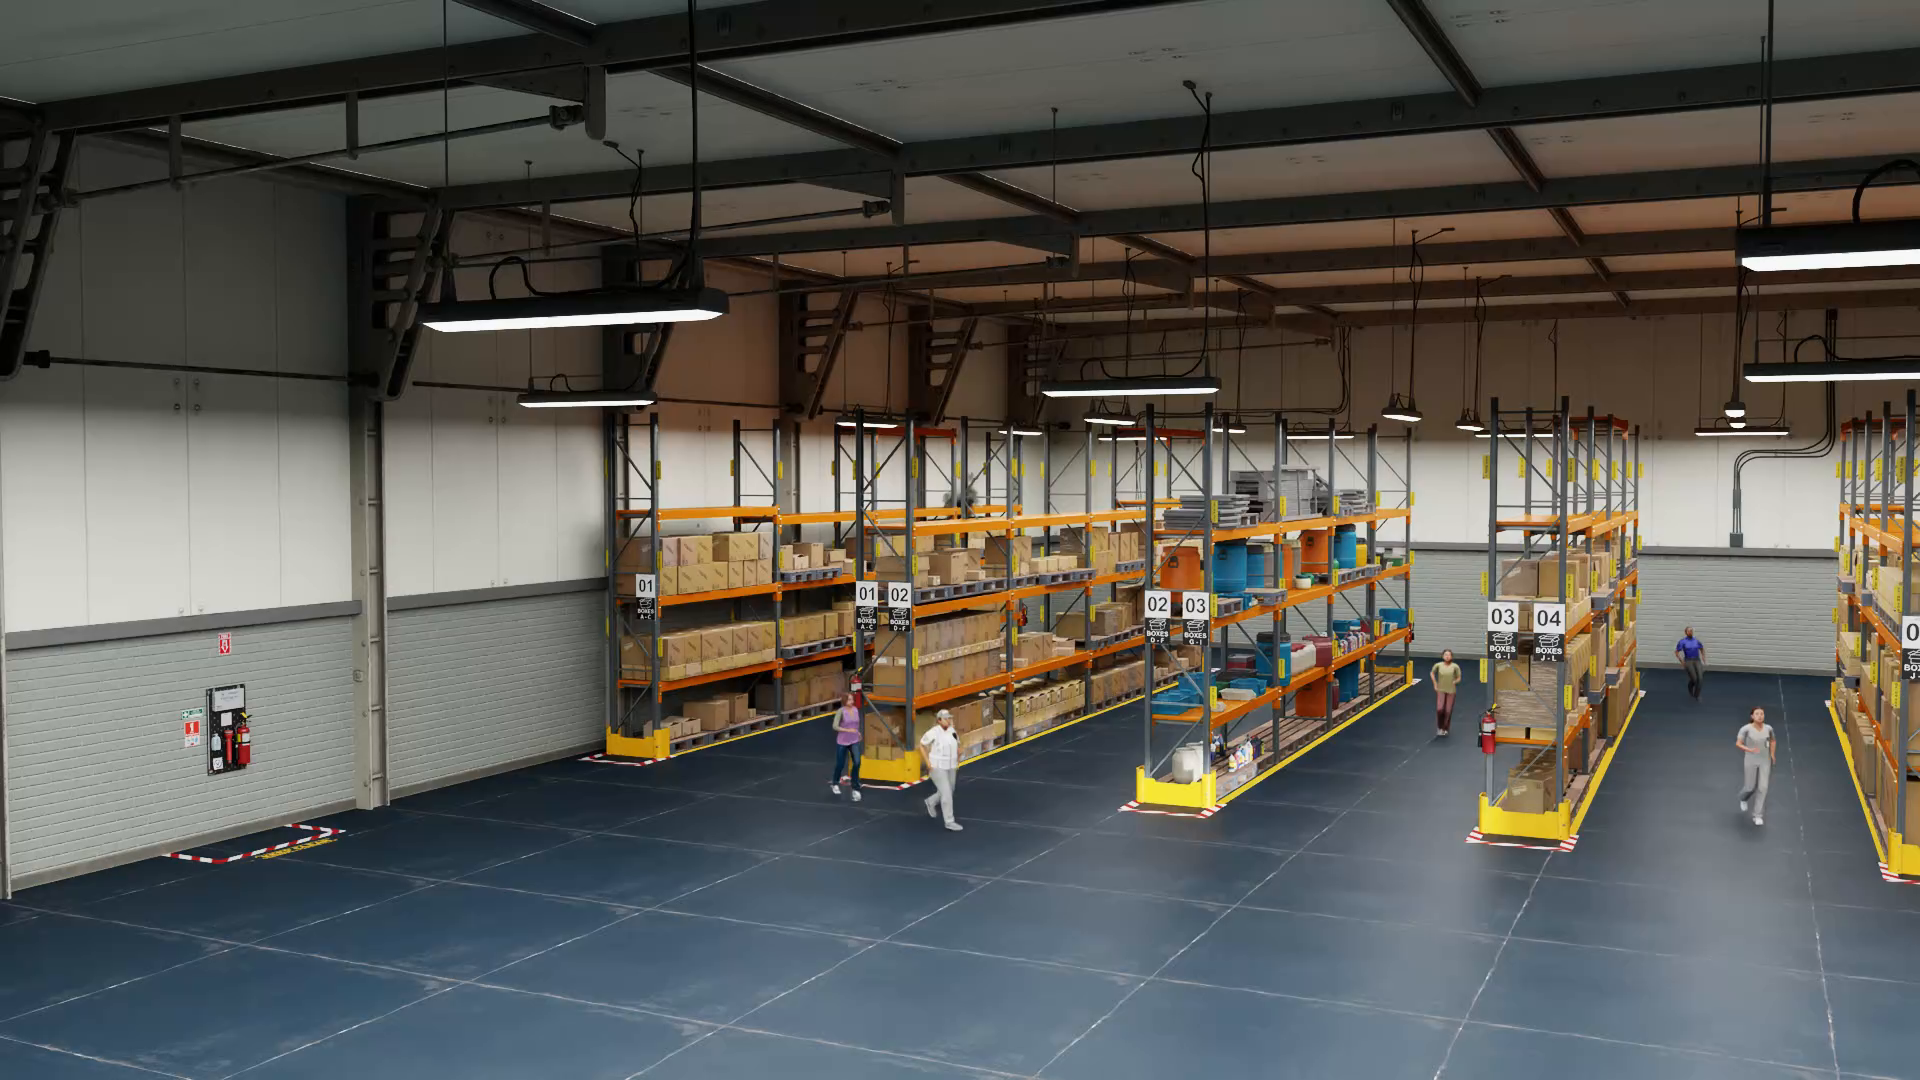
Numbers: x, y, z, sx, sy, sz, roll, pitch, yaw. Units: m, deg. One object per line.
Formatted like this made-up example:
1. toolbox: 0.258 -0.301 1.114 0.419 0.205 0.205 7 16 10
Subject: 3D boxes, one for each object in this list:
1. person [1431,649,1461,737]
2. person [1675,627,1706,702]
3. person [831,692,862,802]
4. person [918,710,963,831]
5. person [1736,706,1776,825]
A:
1. person: 9.097 2.862 31.123 0.554 1.650 0.630 1 2 14
2. person: 15.890 2.698 36.082 0.610 1.616 0.495 0 2 0
3. person: -1.711 3.122 25.326 0.534 1.629 0.718 -1 3 -30
4. person: -0.256 3.187 23.269 0.610 1.644 0.843 -2 3 -41
5. person: 11.335 3.177 23.679 0.570 1.641 0.772 0 2 10
